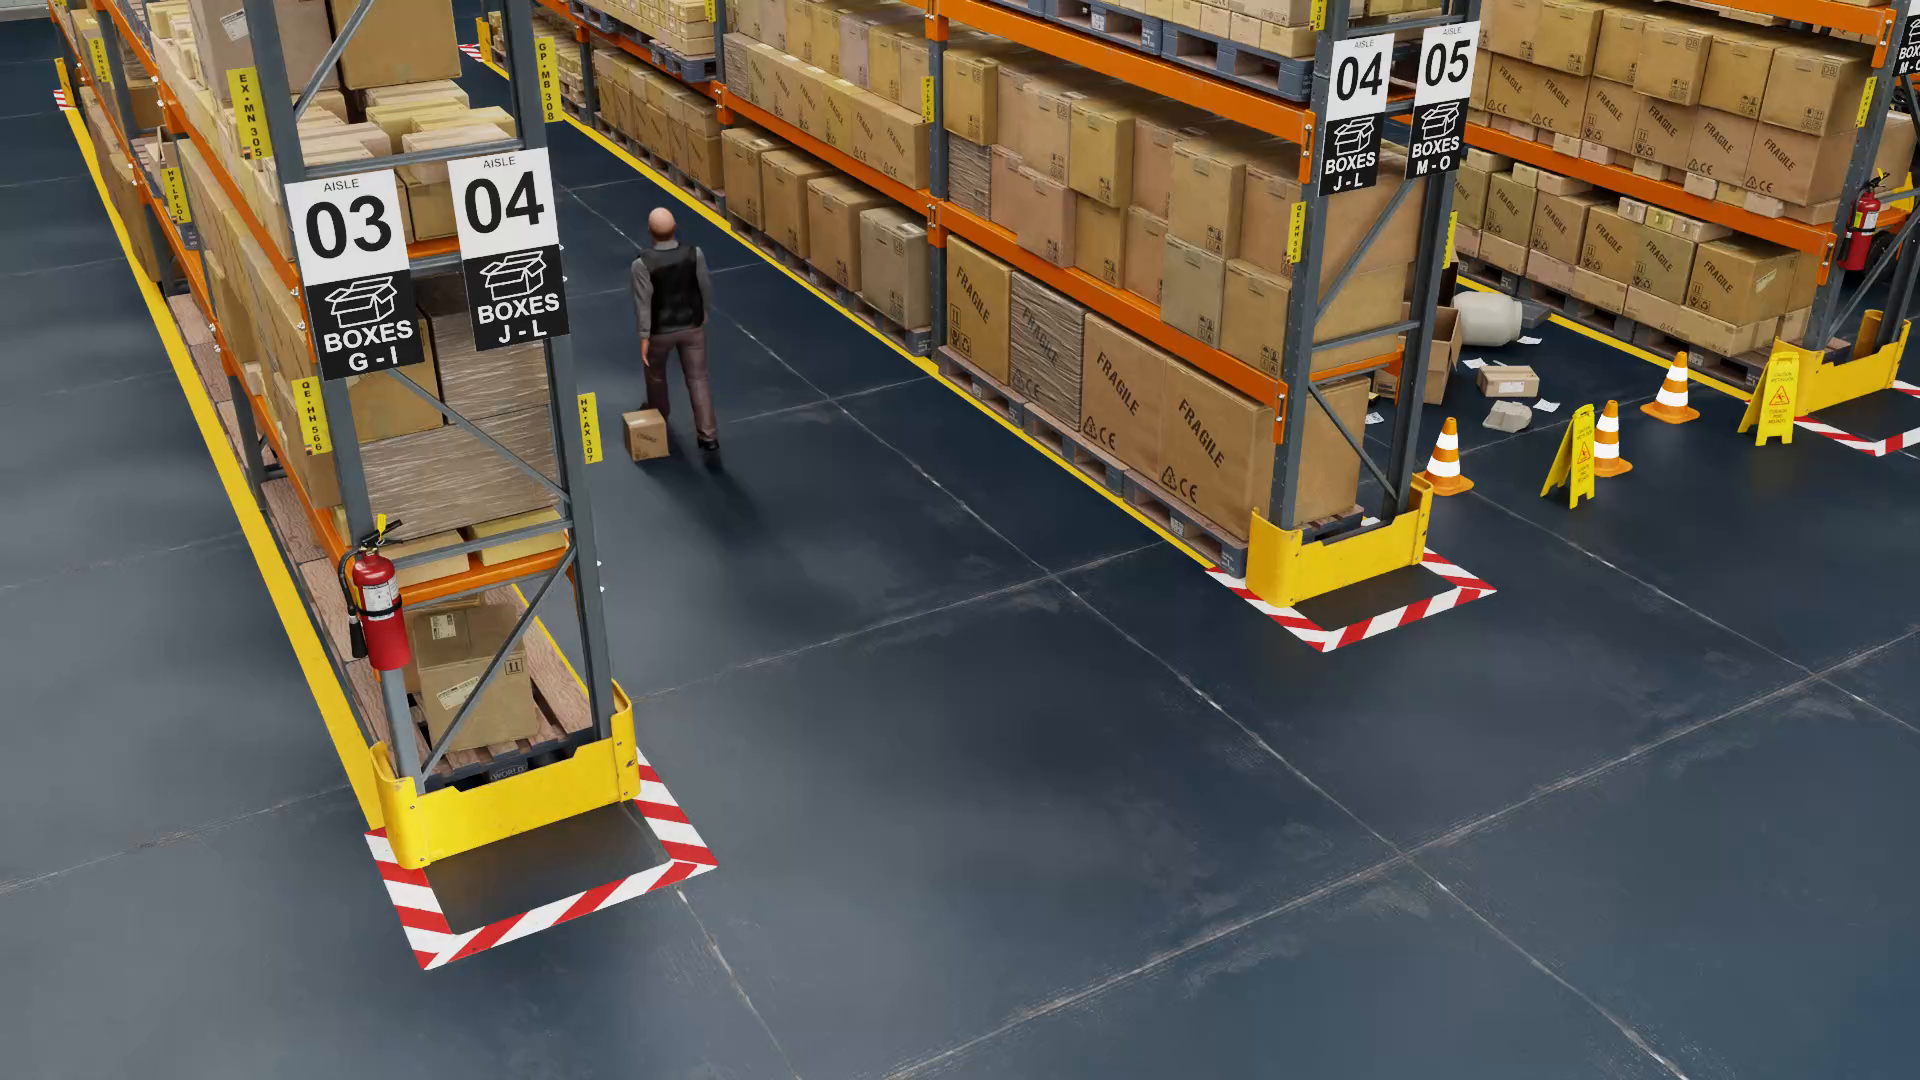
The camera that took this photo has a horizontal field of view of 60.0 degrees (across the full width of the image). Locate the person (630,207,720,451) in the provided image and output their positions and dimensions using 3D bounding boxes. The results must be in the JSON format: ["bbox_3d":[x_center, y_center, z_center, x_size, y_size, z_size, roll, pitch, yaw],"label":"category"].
[{"bbox_3d":[-1.934,-1.449,11.241,0.558,1.675,1.045,-11,31,-19],"label":"person"}]
